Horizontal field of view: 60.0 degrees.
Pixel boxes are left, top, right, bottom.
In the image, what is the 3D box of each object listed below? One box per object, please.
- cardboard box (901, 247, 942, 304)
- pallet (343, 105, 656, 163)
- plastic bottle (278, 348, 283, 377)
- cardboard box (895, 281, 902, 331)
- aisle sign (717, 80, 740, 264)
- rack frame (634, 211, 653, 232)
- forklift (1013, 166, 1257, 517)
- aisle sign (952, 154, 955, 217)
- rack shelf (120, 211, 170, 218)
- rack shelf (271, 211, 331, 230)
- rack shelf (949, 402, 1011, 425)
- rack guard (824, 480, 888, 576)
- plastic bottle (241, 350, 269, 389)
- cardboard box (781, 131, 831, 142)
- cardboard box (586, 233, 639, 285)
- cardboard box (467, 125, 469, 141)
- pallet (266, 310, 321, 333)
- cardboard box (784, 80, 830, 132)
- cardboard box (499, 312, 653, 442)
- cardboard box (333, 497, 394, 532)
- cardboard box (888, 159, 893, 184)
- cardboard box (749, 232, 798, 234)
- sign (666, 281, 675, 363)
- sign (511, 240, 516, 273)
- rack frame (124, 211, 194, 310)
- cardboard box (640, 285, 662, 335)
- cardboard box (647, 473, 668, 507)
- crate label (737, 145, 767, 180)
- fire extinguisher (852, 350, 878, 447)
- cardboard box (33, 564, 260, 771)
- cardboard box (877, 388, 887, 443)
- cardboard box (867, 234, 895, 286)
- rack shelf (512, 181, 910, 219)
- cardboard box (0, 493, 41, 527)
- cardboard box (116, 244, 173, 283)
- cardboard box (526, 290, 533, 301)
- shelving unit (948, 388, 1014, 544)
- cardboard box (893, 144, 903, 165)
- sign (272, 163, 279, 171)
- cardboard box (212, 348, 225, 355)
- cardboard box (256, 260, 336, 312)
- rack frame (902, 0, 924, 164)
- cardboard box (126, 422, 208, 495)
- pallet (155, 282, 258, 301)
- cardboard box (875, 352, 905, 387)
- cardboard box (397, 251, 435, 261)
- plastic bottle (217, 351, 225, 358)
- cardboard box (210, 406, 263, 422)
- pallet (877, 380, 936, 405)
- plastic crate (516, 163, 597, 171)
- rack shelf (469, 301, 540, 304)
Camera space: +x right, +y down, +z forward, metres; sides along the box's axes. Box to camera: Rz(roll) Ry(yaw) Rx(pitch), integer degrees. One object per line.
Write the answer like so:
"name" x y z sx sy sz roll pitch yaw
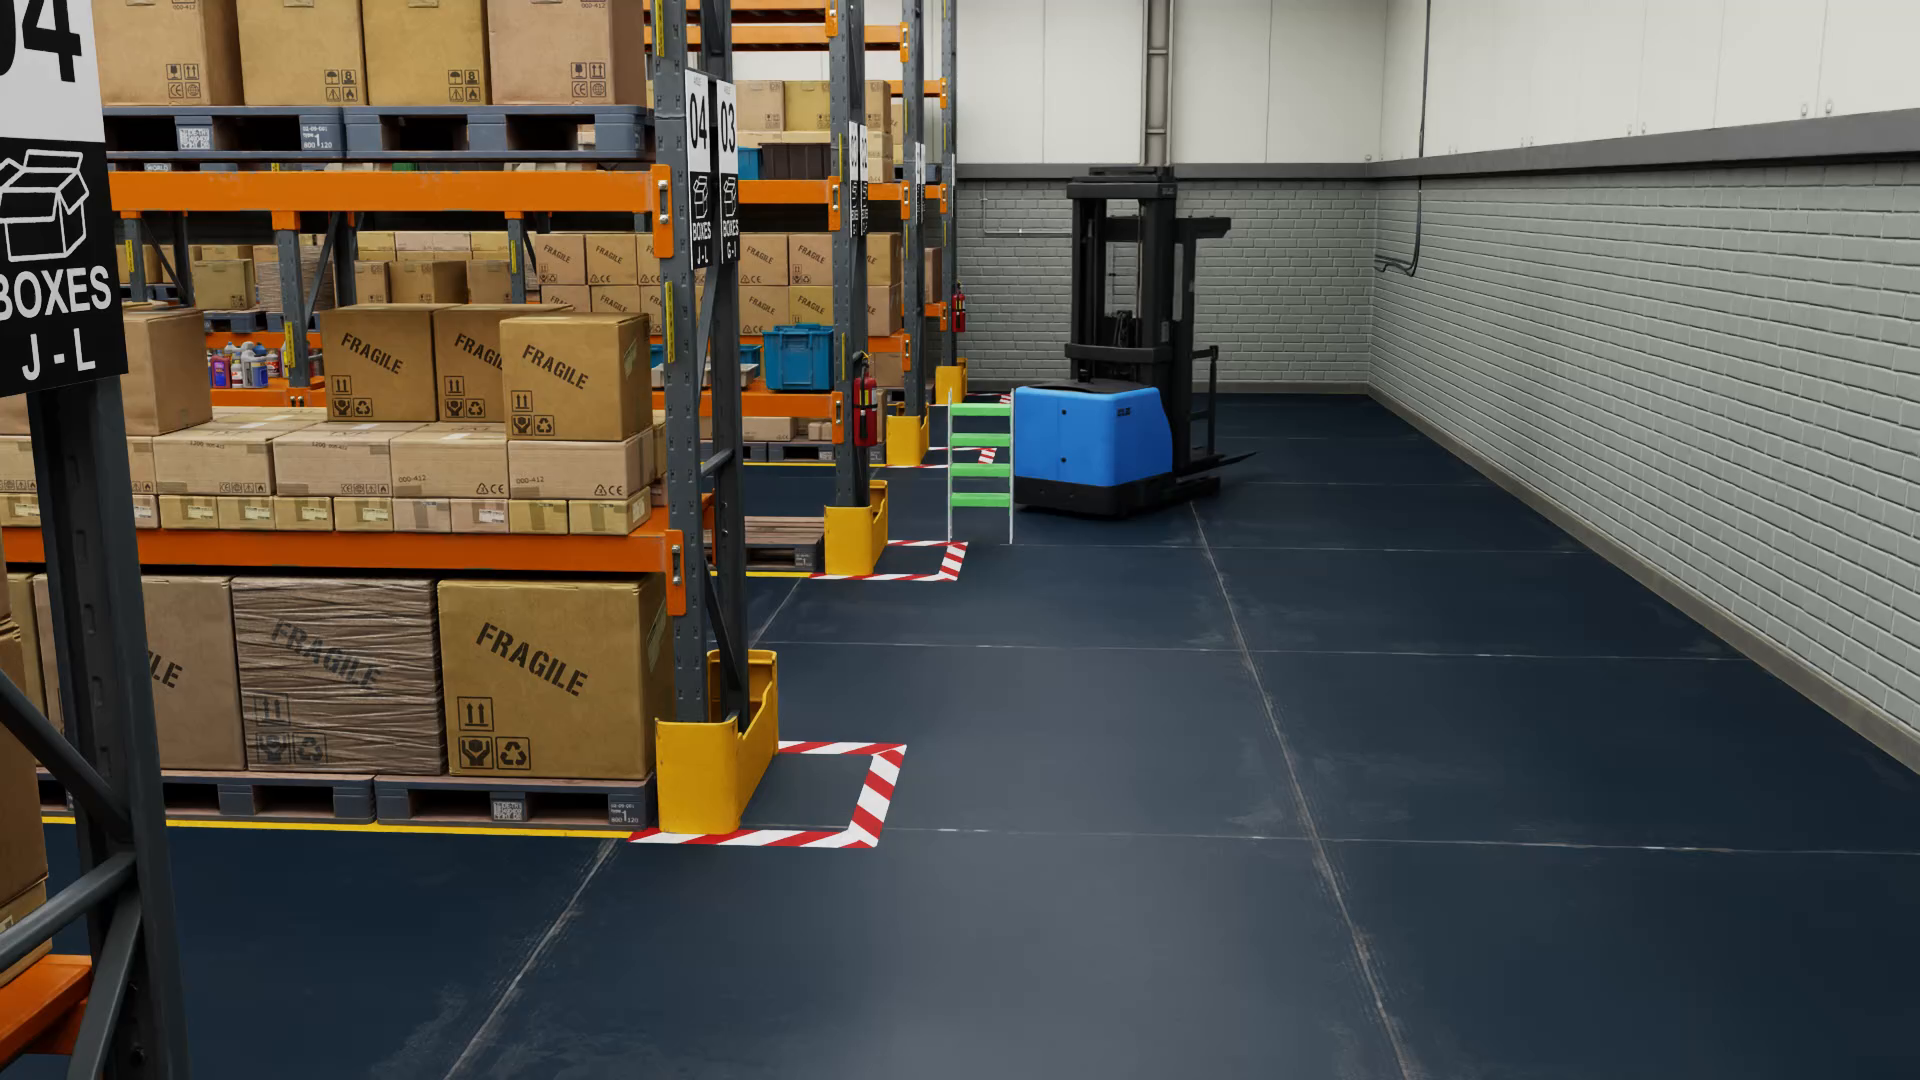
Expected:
"cardboard box" -0.647 -3.504 21.958 0.700 0.700 0.980 1 12 6
"pallet" -1.871 -1.749 7.193 1.213 0.211 1.003 1 12 4
"plastic bottle" -5.261 -1.419 13.013 0.133 0.283 0.061 1 12 4
"cardboard box" -0.890 -2.449 17.404 0.500 0.500 0.500 1 12 5
"aisle sign" -1.038 -1.649 7.475 0.004 0.787 0.394 1 12 4
"rack frame" -4.128 -3.407 22.227 0.127 3.000 1.000 1 12 4
"forklift" 1.739 -1.876 15.077 1.130 2.935 3.031 9 15 36
"aisle sign" -0.086 -4.562 21.402 0.004 0.787 0.394 1 12 4
"rack shelf" -10.442 -3.593 17.548 4.000 0.370 1.077 1 12 4
"rack shelf" -6.786 -2.526 12.449 4.000 0.370 1.077 1 12 4
"rack shelf" 0.165 -0.992 13.049 0.480 0.148 0.258 1 12 4
"rack guard" -0.775 -0.107 12.557 0.348 0.500 1.175 1 12 4
"plastic bottle" -5.205 -1.261 12.274 0.135 0.276 0.152 1 12 4
"cardboard box" -1.493 -3.941 16.601 0.500 0.250 0.500 1 12 4
"cardboard box" -3.490 -2.862 16.937 0.500 0.500 0.500 0 12 2
"cardboard box" -4.953 -4.188 17.123 0.600 0.600 0.600 0 12 -2
"pallet" -6.506 -2.330 17.547 1.213 0.211 1.003 1 12 4
"cardboard box" -1.472 -4.374 16.841 0.500 0.500 0.700 1 12 4
"cardboard box" -1.634 -0.708 7.136 0.500 0.500 0.500 1 12 4
"cardboard box" -2.527 -0.144 7.246 0.250 0.149 0.380 1 12 2
"cardboard box" -0.960 -3.794 17.117 0.500 0.250 0.500 1 12 4
"cardboard box" -1.911 -2.951 17.366 0.500 0.500 0.500 1 12 5
"sign" -1.180 -0.888 6.781 0.005 0.325 0.100 1 12 4
"sign" -4.489 -2.848 16.728 0.005 0.325 0.100 1 12 4
"rack frame" -8.447 -2.449 17.651 0.127 3.000 1.000 1 12 4
"cardboard box" -2.955 -2.367 17.014 0.500 0.500 0.500 1 12 3
"cardboard box" -1.463 -0.265 7.824 0.250 0.149 0.380 1 12 4
"crate label" -1.698 -2.802 12.374 0.502 0.251 0.408 1 12 4
"fire extinguisher" -0.679 -1.013 11.882 0.183 0.674 0.296 1 12 4
"cardboard box" -3.570 0.501 7.709 0.875 0.875 0.875 1 12 4
"cardboard box" -1.024 -1.289 17.133 0.500 0.500 0.500 1 12 4
"cardboard box" -0.927 -2.828 16.775 0.500 0.500 0.500 1 12 3
"rack shelf" -2.460 -3.483 17.025 4.000 0.370 1.077 1 12 4
"cardboard box" -4.061 -0.165 7.347 0.250 0.149 0.380 0 12 2
"cardboard box" -11.048 -3.757 22.585 0.500 0.500 0.700 2 12 10
"cardboard box" -5.749 -3.266 22.122 0.250 0.149 0.380 0 12 2
"shelving unit" 0.165 -0.585 13.134 0.503 1.200 0.258 1 12 4
"cardboard box" -0.886 -4.957 21.409 0.500 0.250 0.500 1 12 5
"sign" -4.829 -2.743 11.706 0.005 0.325 0.100 1 12 4
"cardboard box" -9.845 -2.484 22.848 0.500 0.500 0.700 1 12 3
"cardboard box" -6.911 -2.667 17.420 0.500 0.500 0.700 3 12 14
"rack frame" -0.465 -5.276 16.513 0.127 3.000 1.000 1 12 4
"cardboard box" -3.657 -0.369 7.347 0.500 0.250 0.500 1 12 5
"pallet" -10.097 -3.386 22.598 1.213 0.211 1.003 1 12 4
"cardboard box" -0.842 -2.323 22.126 0.500 0.500 0.700 1 12 4
"cardboard box" -7.130 -3.598 22.121 0.500 0.500 0.500 1 12 6
"plastic bottle" -5.803 -1.383 13.039 0.097 0.201 0.097 0 12 0
"cardboard box" -3.638 -0.477 7.862 0.500 0.250 0.500 1 12 5
"pallet" -0.940 -1.982 22.227 1.213 0.211 1.003 1 12 4
"plastic crate" -2.878 -2.645 11.903 0.530 0.136 0.437 1 12 4
"rack shelf" -6.124 -3.082 22.431 4.000 0.370 1.077 1 12 4
